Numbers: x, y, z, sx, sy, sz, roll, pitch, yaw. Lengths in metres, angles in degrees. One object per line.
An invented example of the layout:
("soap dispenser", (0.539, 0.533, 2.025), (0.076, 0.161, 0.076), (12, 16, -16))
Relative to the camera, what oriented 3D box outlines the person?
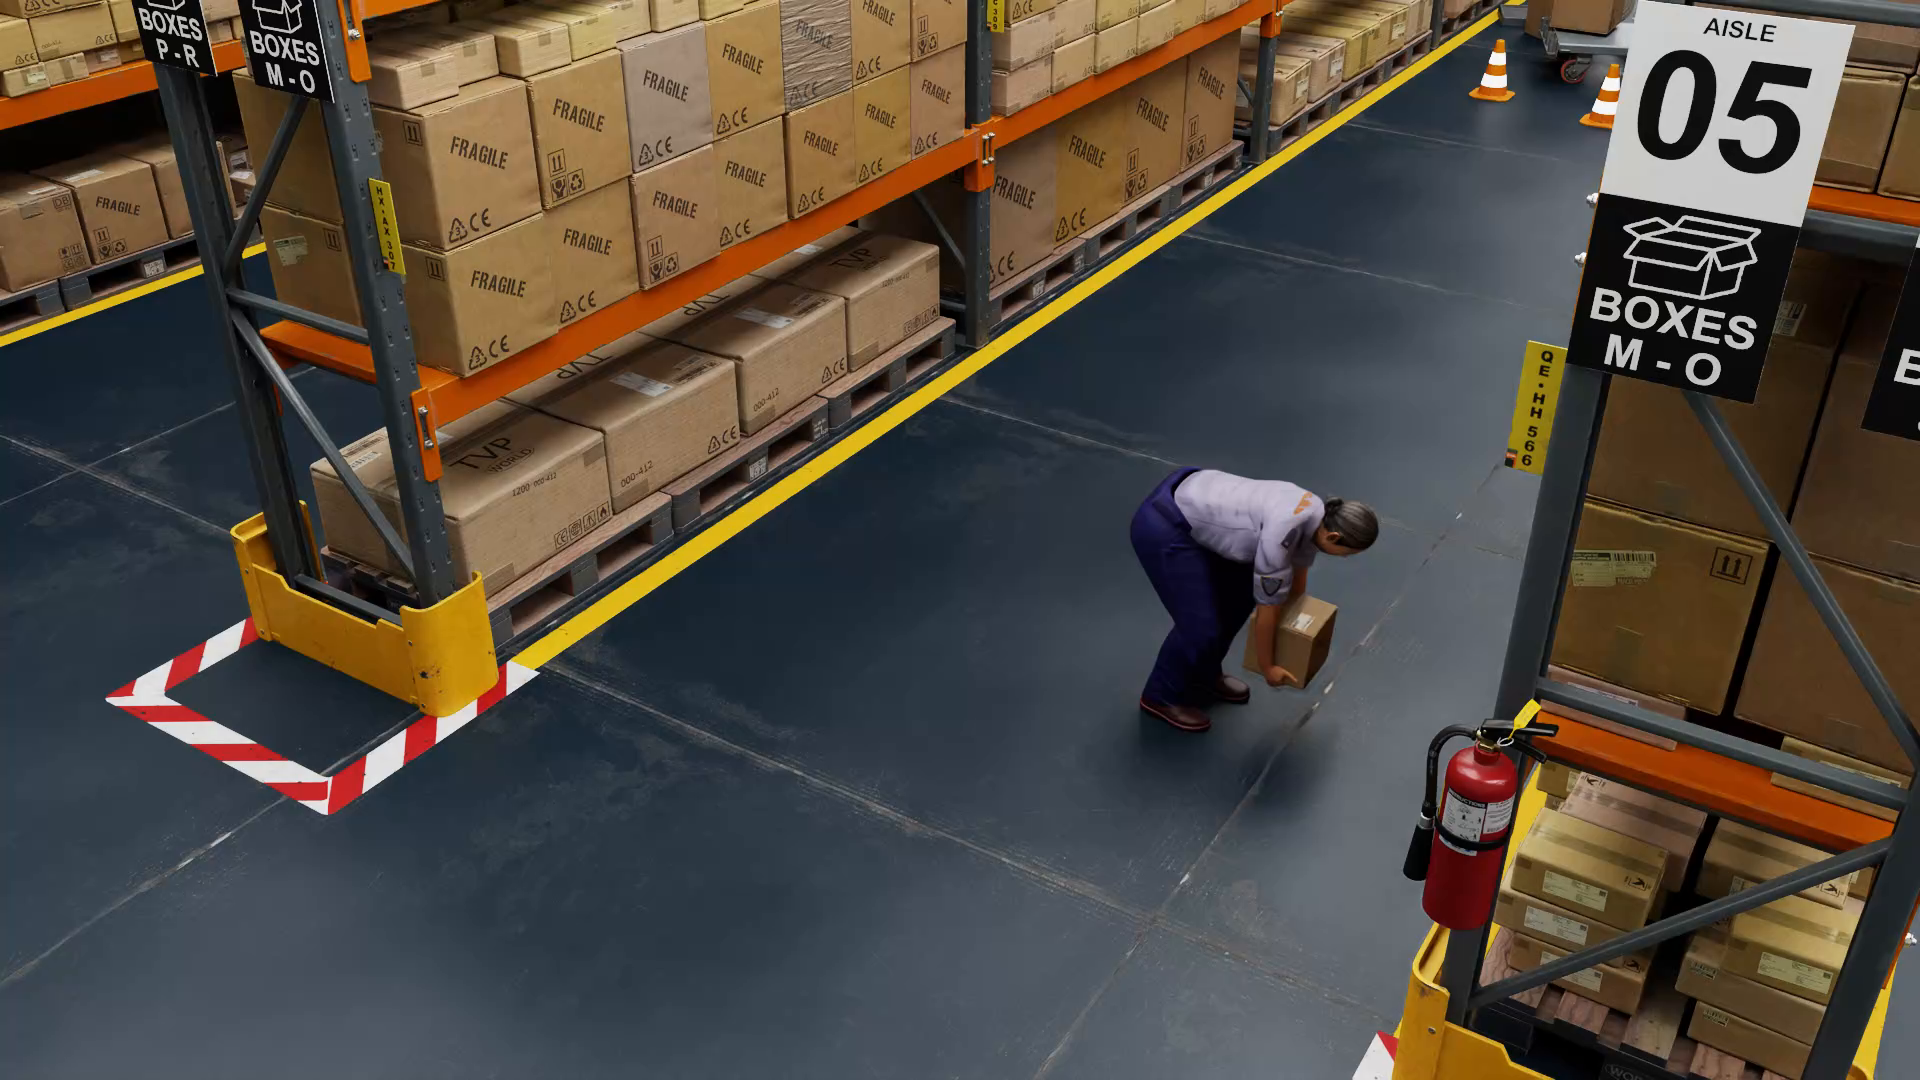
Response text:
("person", (1.089, 0.237, 6.316), (0.904, 1.073, 0.462), (17, 34, 26))
